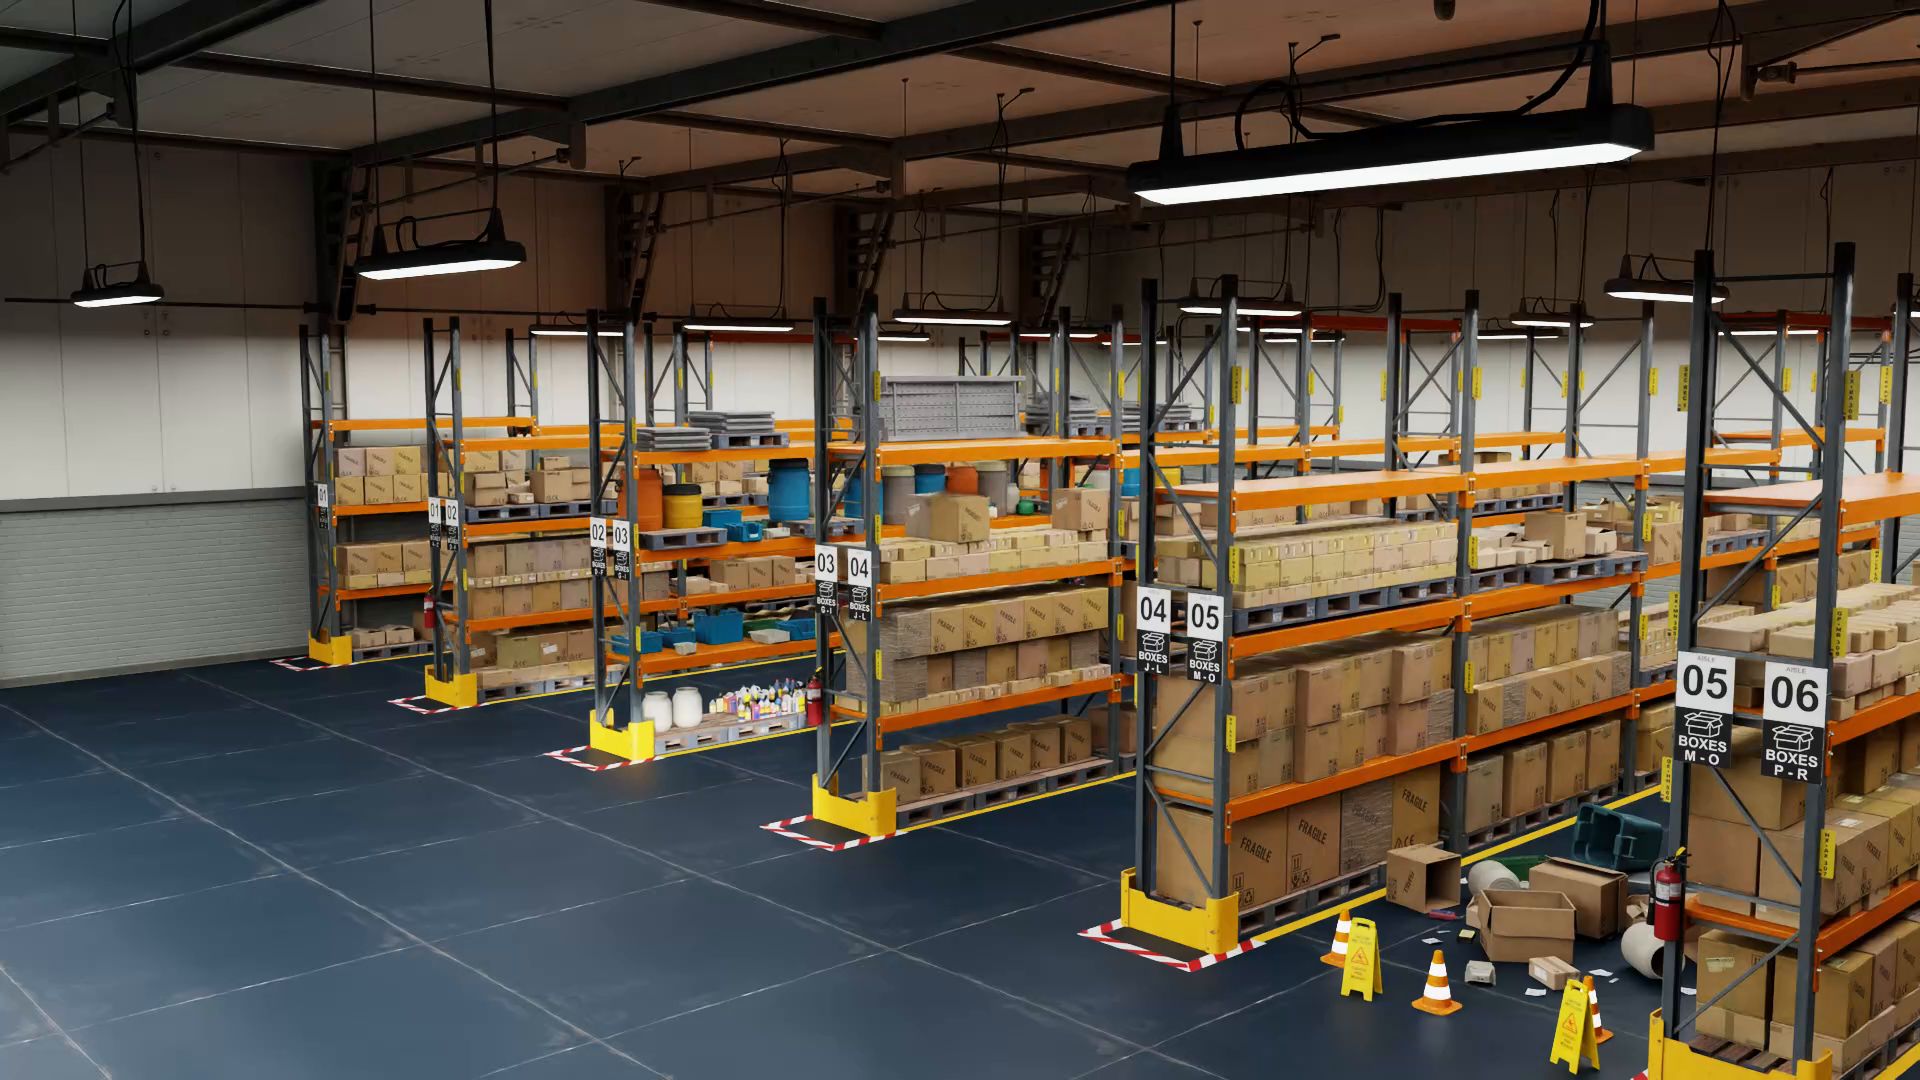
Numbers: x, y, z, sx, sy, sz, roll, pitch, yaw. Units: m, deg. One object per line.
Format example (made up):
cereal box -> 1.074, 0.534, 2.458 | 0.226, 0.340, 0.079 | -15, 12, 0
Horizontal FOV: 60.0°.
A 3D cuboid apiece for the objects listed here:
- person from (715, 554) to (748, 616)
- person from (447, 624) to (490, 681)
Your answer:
person -> -4.476, 1.032, 32.155 | 0.678, 1.717, 1.115 | 5, 8, 42
person -> -8.304, 1.471, 27.998 | 0.562, 1.708, 0.974 | 4, 7, 36
